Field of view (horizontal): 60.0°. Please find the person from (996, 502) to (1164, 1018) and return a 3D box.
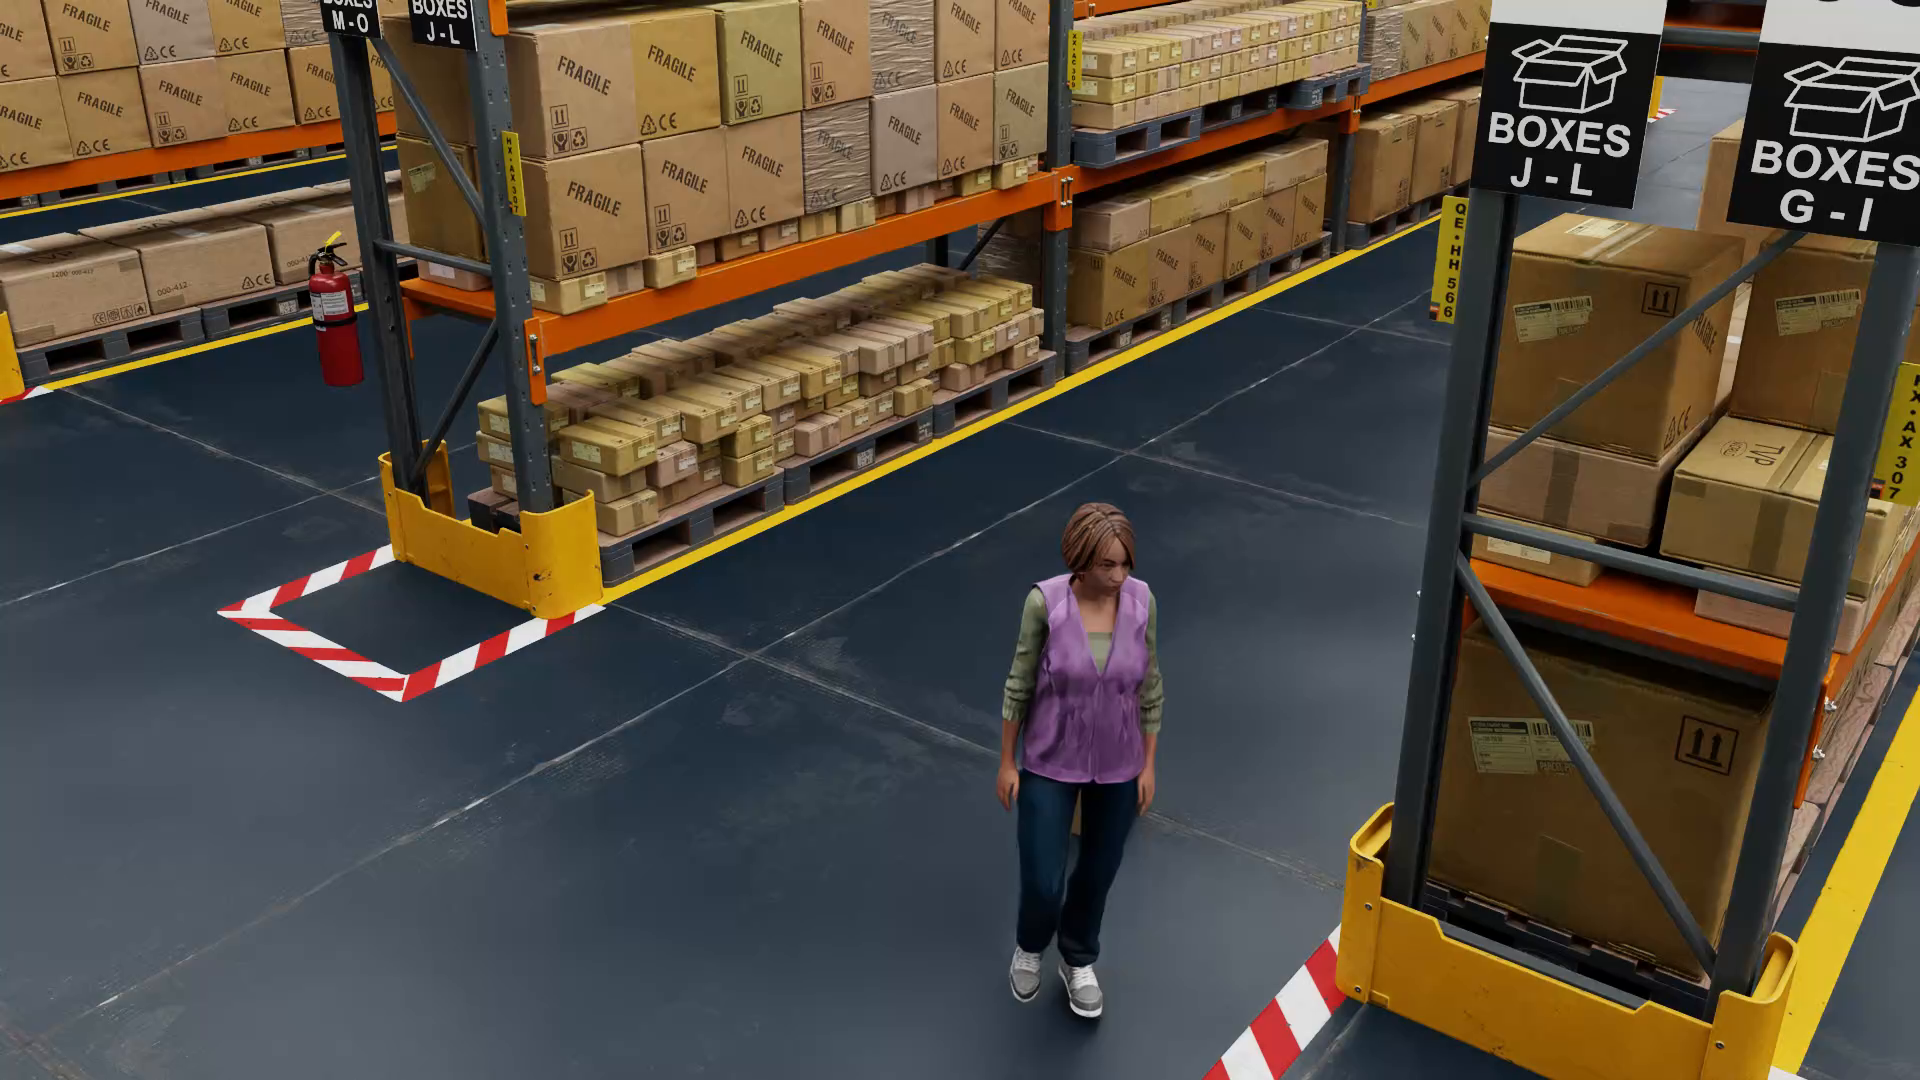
[{"bbox_3d":[0.337,0.641,4.595,0.464,1.592,0.395,-4,24,-9],"label":"person"}]
